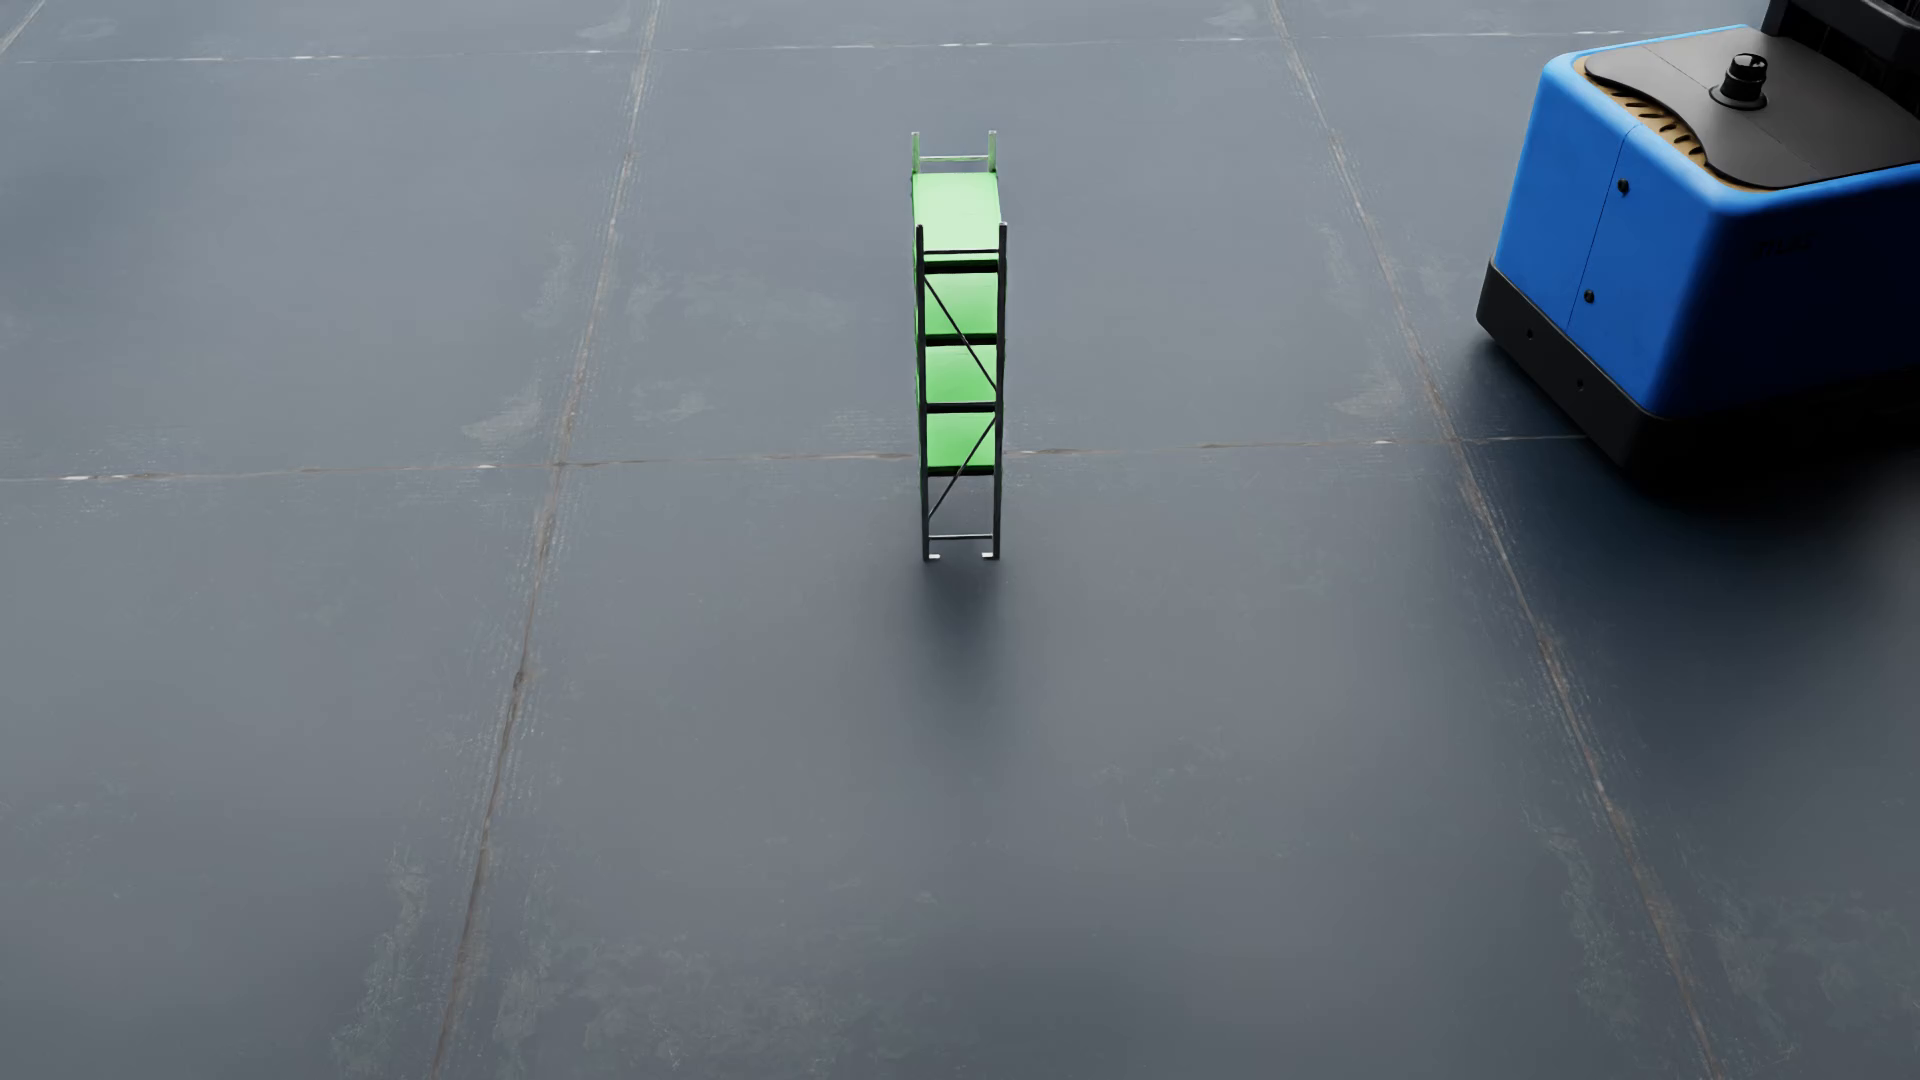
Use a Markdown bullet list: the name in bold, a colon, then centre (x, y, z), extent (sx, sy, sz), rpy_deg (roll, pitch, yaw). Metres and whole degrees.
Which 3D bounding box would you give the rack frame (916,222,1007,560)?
- **rack frame**: centre (0.003, -0.389, 4.787), extent (0.240, 1.200, 0.015), rpy_deg (-2, 43, -2)

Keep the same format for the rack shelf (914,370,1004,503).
- **rack shelf**: centre (-0.007, -0.330, 5.172), extent (0.258, 0.148, 0.480), rpy_deg (-2, 43, -2)

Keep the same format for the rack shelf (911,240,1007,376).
- **rack shelf**: centre (-0.007, -0.684, 4.847), extent (0.258, 0.148, 0.480), rpy_deg (-2, 43, -2)

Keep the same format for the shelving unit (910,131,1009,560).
- **shelving unit**: centre (-0.007, -0.554, 4.966), extent (0.258, 1.200, 0.503), rpy_deg (-2, 43, -2)

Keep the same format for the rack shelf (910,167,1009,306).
- **rack shelf**: centre (-0.007, -0.861, 4.685), extent (0.258, 0.148, 0.480), rpy_deg (-2, 43, -2)

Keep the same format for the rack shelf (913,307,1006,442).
- **rack shelf**: centre (-0.007, -0.507, 5.010), extent (0.258, 0.148, 0.480), rpy_deg (-2, 43, -2)

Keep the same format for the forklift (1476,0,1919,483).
- **forklift**: centre (3.442, -1.861, 5.111), extent (3.031, 2.935, 1.130), rpy_deg (-13, 44, -14)

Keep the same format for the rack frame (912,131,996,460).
- **rack frame**: centre (-0.017, -0.719, 5.146), extent (0.240, 1.200, 0.015), rpy_deg (-2, 43, -2)
